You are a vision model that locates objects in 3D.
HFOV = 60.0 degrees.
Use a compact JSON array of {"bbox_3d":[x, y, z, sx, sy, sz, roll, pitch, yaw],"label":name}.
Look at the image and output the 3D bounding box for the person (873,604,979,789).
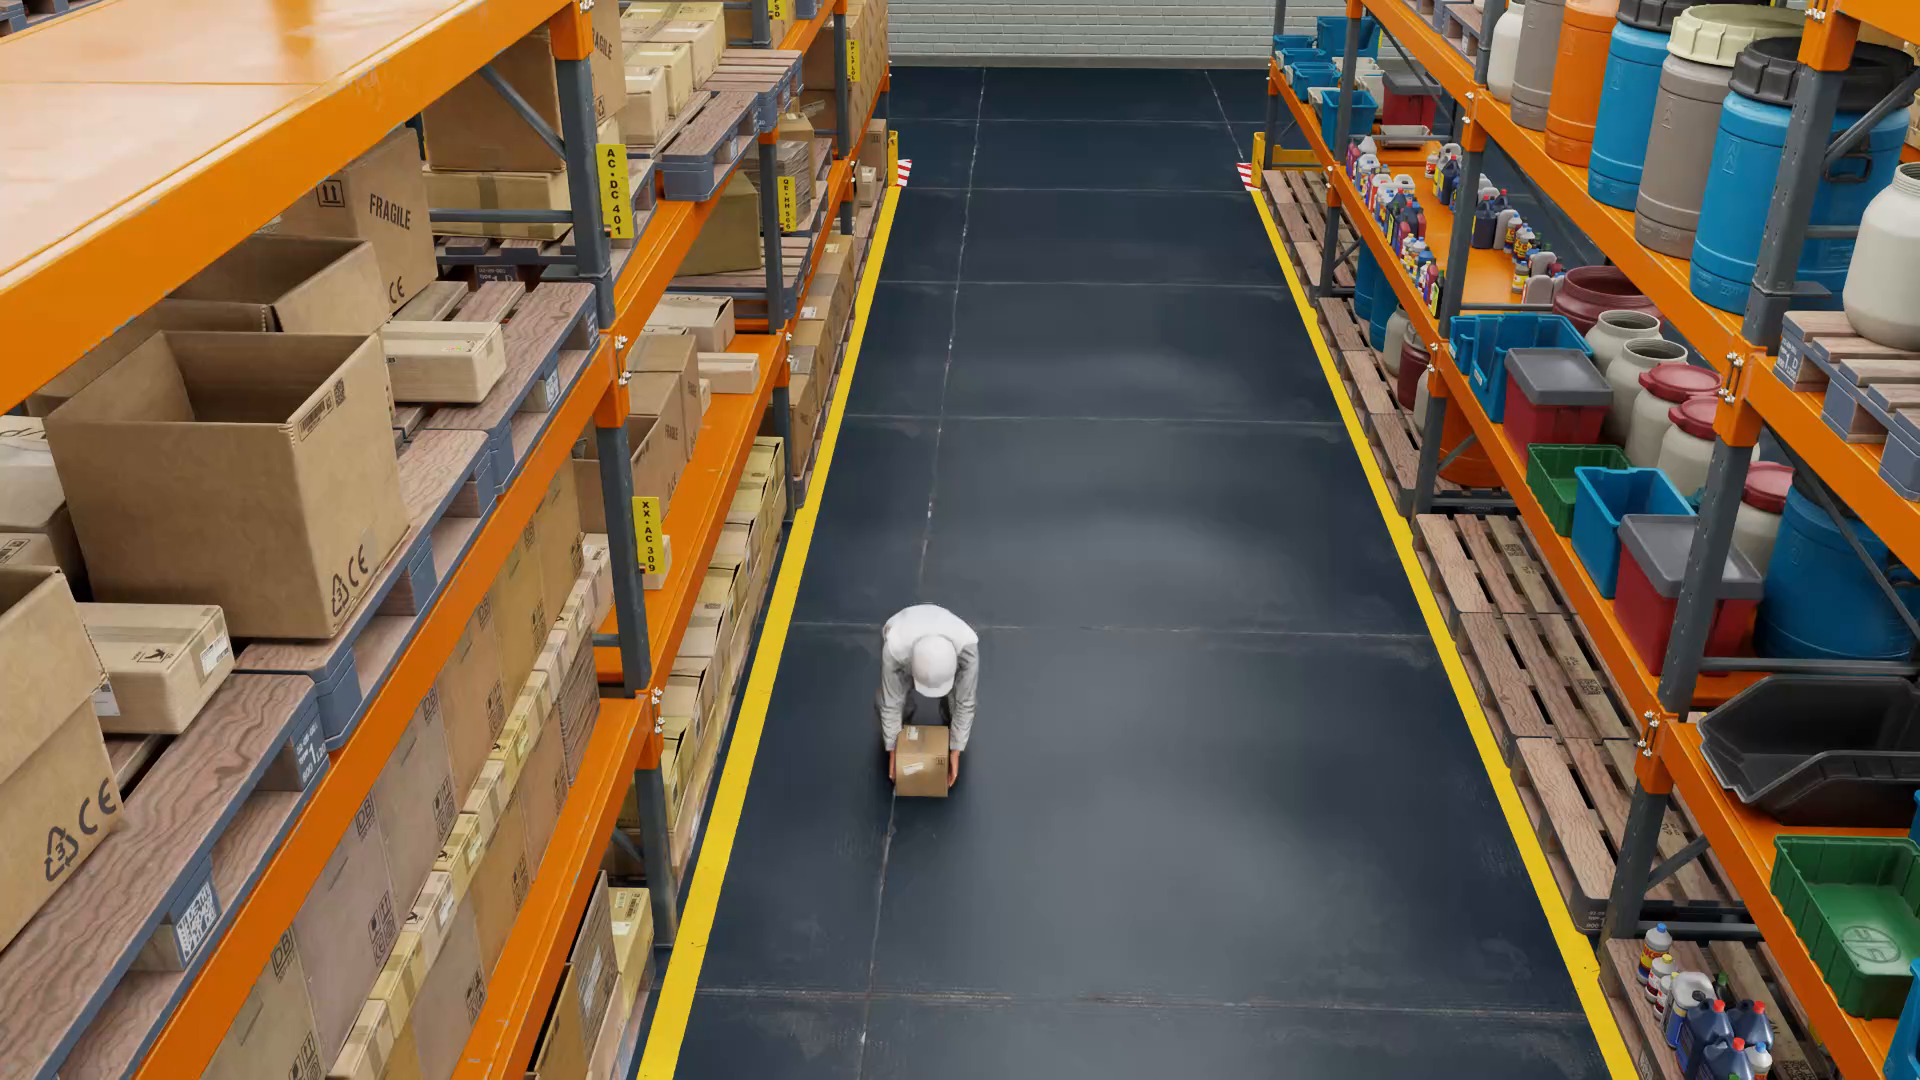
[{"bbox_3d":[-0.167,0.690,8.302,0.527,0.871,0.927,1,28,2],"label":"person"}]
